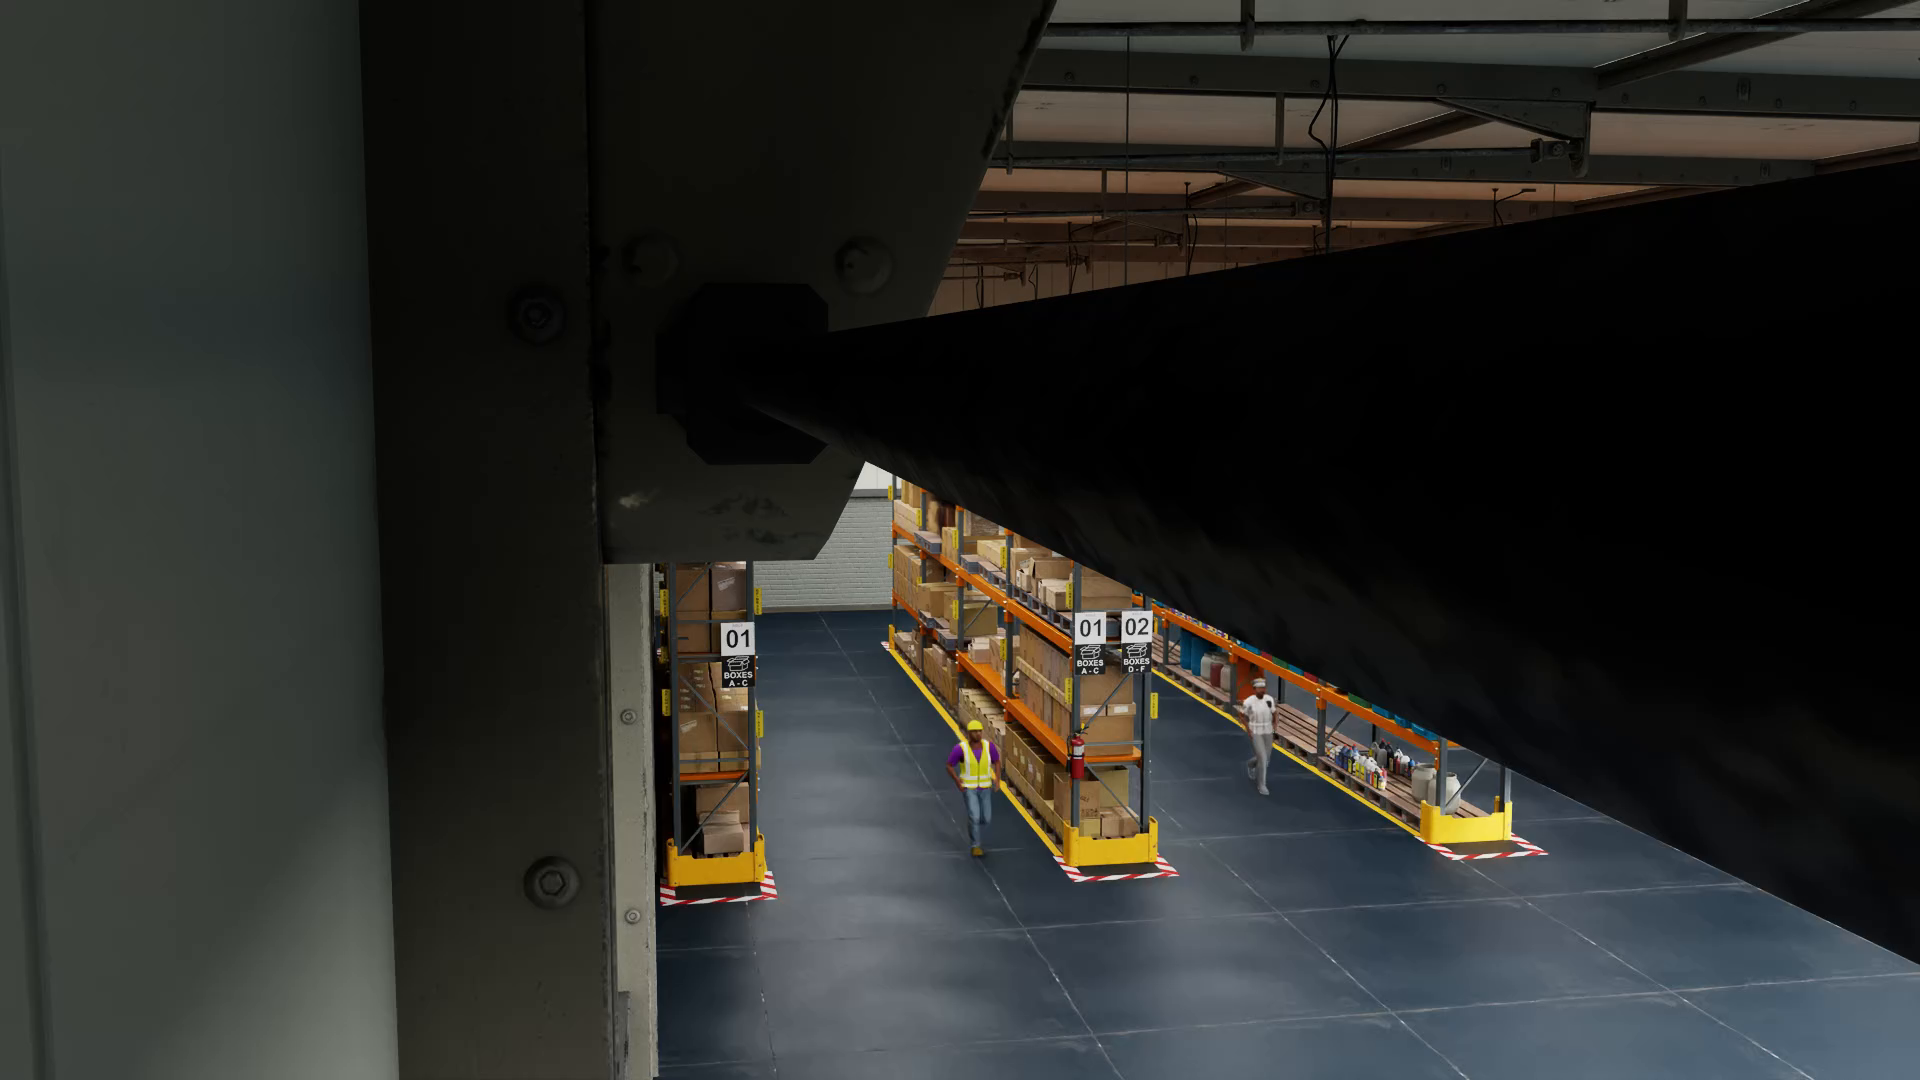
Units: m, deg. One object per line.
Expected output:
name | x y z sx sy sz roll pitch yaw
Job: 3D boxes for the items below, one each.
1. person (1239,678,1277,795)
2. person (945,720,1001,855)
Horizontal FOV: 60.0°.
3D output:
person | 4.420 2.857 24.563 0.576 1.696 0.707 -1 6 -13
person | 0.180 3.161 21.408 0.730 1.728 0.685 -2 6 -18
